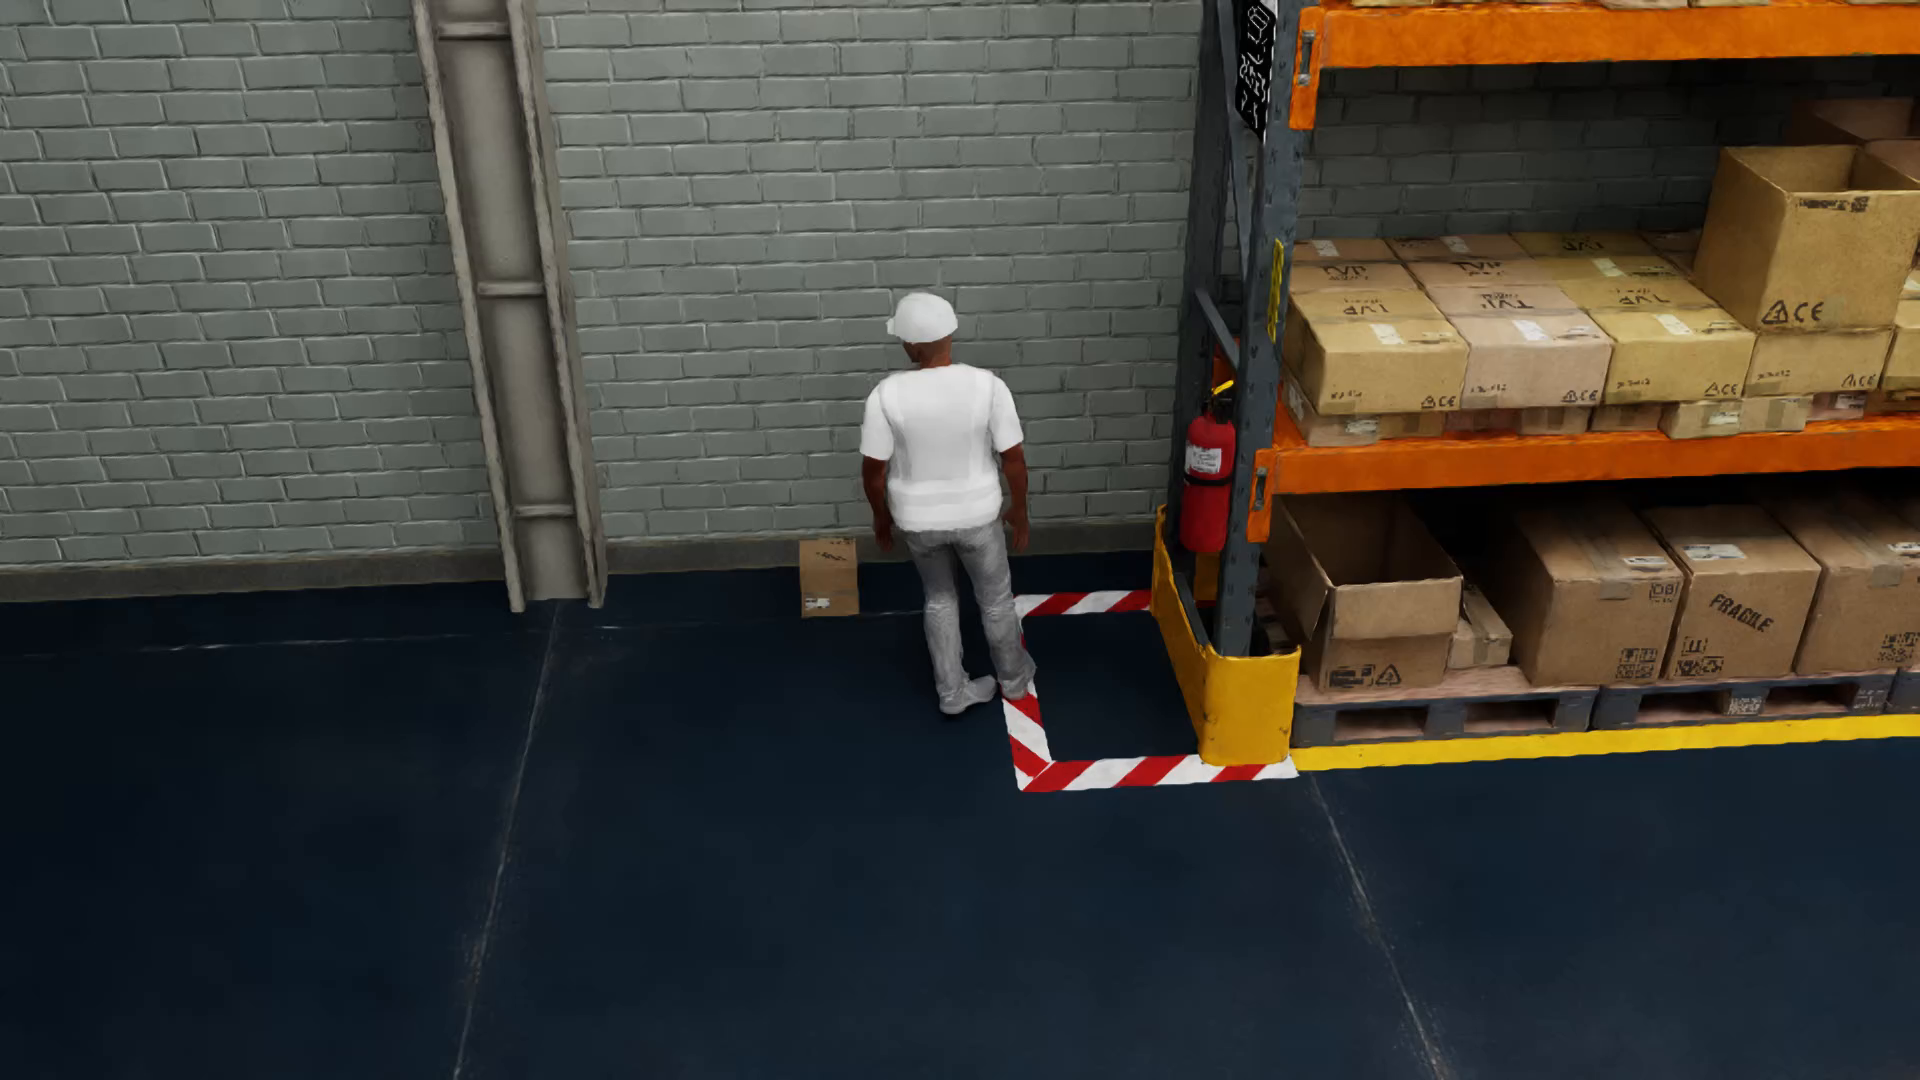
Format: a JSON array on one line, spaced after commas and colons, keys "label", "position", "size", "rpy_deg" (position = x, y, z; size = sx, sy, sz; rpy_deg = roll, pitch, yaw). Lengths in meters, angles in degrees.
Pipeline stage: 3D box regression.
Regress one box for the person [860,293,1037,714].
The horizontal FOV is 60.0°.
[{"label": "person", "position": [-0.024, -0.136, 6.334], "size": [0.675, 1.752, 0.463], "rpy_deg": [1, 31, 1]}]
